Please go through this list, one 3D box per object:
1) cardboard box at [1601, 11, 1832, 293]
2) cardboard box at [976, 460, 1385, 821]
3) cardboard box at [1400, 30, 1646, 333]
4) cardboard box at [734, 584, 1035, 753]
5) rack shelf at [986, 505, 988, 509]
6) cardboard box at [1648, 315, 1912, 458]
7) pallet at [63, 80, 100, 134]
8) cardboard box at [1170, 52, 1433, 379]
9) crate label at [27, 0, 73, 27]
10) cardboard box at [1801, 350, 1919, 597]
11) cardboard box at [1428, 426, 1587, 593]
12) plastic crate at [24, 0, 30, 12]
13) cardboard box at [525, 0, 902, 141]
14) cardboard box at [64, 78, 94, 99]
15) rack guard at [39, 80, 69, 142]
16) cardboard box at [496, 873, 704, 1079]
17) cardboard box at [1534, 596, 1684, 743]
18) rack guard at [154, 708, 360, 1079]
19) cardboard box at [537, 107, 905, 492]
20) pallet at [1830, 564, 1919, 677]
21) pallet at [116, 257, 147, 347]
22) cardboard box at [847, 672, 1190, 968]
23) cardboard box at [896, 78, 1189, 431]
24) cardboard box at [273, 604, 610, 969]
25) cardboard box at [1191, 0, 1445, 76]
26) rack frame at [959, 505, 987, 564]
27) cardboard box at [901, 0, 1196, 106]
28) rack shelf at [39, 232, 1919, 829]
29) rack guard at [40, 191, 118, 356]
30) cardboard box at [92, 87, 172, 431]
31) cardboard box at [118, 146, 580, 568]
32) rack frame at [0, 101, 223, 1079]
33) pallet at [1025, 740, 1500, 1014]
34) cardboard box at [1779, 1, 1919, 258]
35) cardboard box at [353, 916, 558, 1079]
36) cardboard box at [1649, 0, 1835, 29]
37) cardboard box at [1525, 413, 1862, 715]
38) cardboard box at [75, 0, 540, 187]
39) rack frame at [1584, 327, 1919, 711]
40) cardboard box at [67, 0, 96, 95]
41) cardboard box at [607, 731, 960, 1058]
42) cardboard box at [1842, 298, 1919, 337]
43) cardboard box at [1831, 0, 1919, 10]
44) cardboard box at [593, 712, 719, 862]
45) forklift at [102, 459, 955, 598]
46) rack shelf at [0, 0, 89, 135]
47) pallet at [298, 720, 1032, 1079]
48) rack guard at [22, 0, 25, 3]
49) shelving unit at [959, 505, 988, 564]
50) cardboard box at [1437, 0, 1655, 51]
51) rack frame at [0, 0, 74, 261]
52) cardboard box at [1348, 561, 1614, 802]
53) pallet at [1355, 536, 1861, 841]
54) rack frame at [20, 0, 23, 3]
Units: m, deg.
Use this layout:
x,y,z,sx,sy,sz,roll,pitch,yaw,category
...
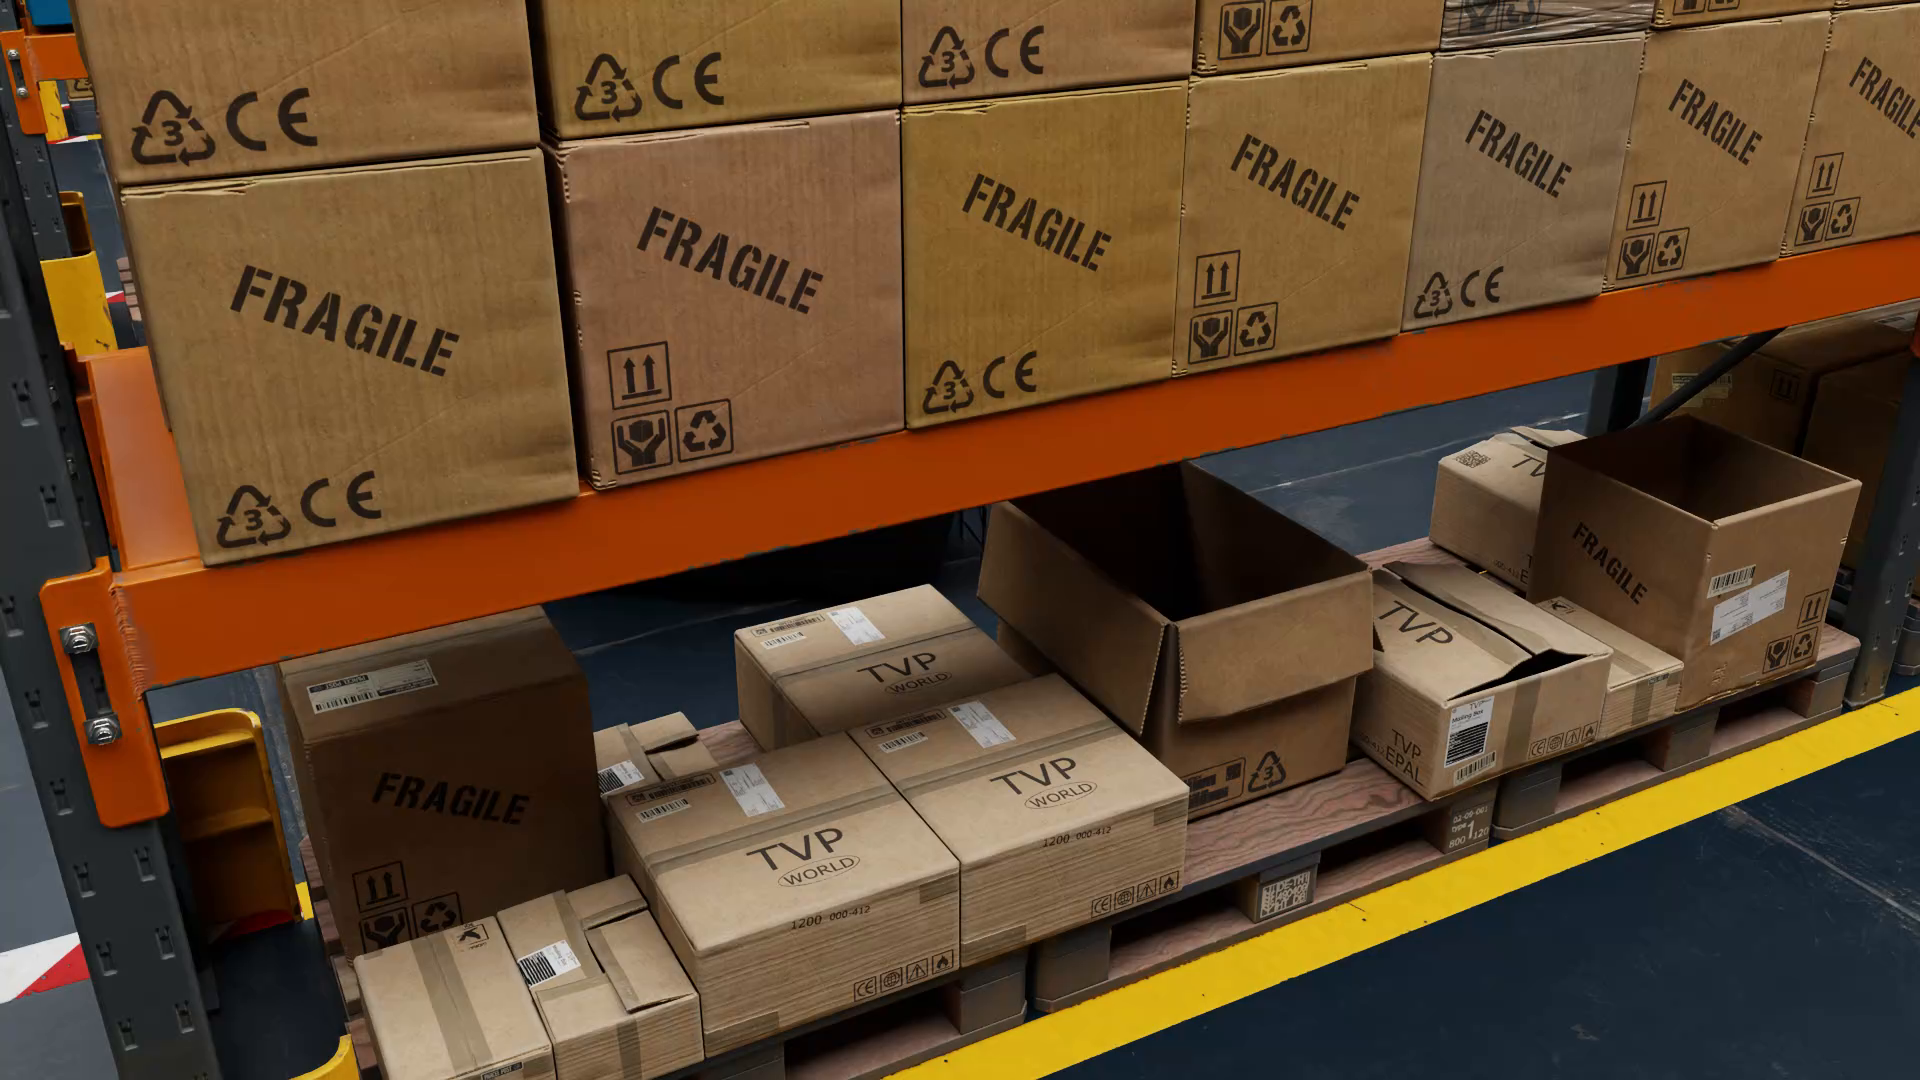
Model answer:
x,y,z,sx,sy,sz,roll,pitch,yaw,category
1.365,-0.850,3.440,0.500,0.500,0.500,-12,28,-24,cardboard box
0.484,0.201,3.741,0.637,0.503,0.797,-13,29,-25,cardboard box
0.913,-0.745,3.220,0.500,0.500,0.500,-12,28,-24,cardboard box
-0.174,0.359,3.706,0.500,0.250,0.500,-13,29,-25,cardboard box
0.136,-0.193,5.105,0.200,0.077,0.258,-8,27,-17,rack shelf
2.440,-0.392,4.980,0.500,0.500,0.500,-13,29,-25,cardboard box
-5.379,-3.016,11.287,1.213,0.211,1.003,-13,29,-25,pallet
0.464,-0.640,3.002,0.500,0.500,0.500,-13,28,-24,cardboard box
-3.345,-2.064,6.208,0.303,0.233,0.416,-13,29,-25,crate label
2.681,-0.187,4.555,0.500,0.500,0.500,-14,29,-27,cardboard box
1.667,-0.094,4.578,0.500,0.311,0.500,-13,29,-25,cardboard box
-3.510,-2.371,6.612,0.499,0.435,0.616,-13,29,-25,plastic crate
-0.417,-0.891,2.369,0.500,0.500,0.500,-13,28,-25,cardboard box
-5.521,-3.472,10.986,0.875,0.875,0.875,-13,29,-25,cardboard box
-6.069,-2.948,10.813,0.348,0.500,1.175,-13,29,-25,rack guard
-0.638,0.778,2.929,0.250,0.166,0.380,-13,29,-25,cardboard box
1.468,0.300,3.945,0.250,0.149,0.380,-13,29,-25,cardboard box
-1.323,0.816,2.974,0.348,0.500,1.175,-13,29,-25,rack guard
-0.422,-0.438,2.580,0.500,0.500,0.500,-13,29,-26,cardboard box
2.839,-0.033,5.076,1.213,0.211,1.003,-13,29,-25,pallet
-2.972,-1.084,7.265,1.213,0.211,1.003,-13,29,-25,pallet
0.106,0.539,3.330,0.500,0.250,0.500,-13,29,-25,cardboard box
0.023,-0.539,2.791,0.500,0.500,0.500,-13,29,-25,cardboard box
-1.026,0.428,3.273,0.500,0.500,0.500,-13,29,-25,cardboard box
0.475,-1.095,2.793,0.500,0.500,0.500,-13,29,-26,cardboard box
0.039,-0.371,4.983,0.006,0.900,0.240,-8,27,-17,rack frame
0.027,-0.991,2.577,0.500,0.500,0.500,-13,28,-24,cardboard box
0.375,-0.379,3.405,4.000,0.370,1.077,-13,29,-25,rack shelf
-3.733,-1.052,6.863,0.348,0.500,1.175,-13,29,-25,rack guard
-1.123,-0.536,2.785,0.500,0.500,0.500,-12,28,-24,cardboard box
-0.874,-0.331,2.357,0.500,0.500,0.500,-12,28,-24,cardboard box
-1.390,-0.296,2.401,0.127,3.000,1.000,-13,29,-25,rack frame
0.455,0.536,3.889,1.213,0.211,1.003,-13,29,-25,pallet
1.819,-0.956,3.660,0.500,0.500,0.500,-12,28,-24,cardboard box
-0.859,0.837,2.827,0.250,0.149,0.380,-13,29,-25,cardboard box
1.364,-1.299,3.219,0.500,0.500,0.500,-14,29,-26,cardboard box
1.770,0.042,4.076,0.500,0.500,0.500,-13,29,-25,cardboard box
-0.874,-0.781,2.141,0.500,0.500,0.500,-12,28,-24,cardboard box
2.140,-1.111,4.097,0.127,3.000,1.000,-13,29,-25,rack frame
-1.127,-0.987,2.570,0.500,0.500,0.500,-13,29,-26,cardboard box
-0.336,0.641,3.118,0.500,0.250,0.500,-13,29,-25,cardboard box
2.880,-0.489,5.183,0.500,0.500,0.500,-13,29,-25,cardboard box
1.815,-1.404,3.439,0.500,0.500,0.500,-13,28,-25,cardboard box
-0.626,0.530,3.445,0.250,0.166,0.380,-13,29,-25,cardboard box
-1.519,-1.419,4.819,3.031,2.935,1.130,3,26,6,forklift
-1.953,-2.271,7.346,4.000,0.370,1.077,-13,29,-25,rack shelf
-0.620,0.783,3.375,1.213,0.211,1.003,-13,29,-25,pallet
-8.226,-4.883,14.843,0.348,0.500,1.175,-13,29,-25,rack guard
0.136,-0.385,5.012,0.210,0.900,0.258,-8,27,-17,shelving unit
0.920,-1.197,3.006,0.500,0.500,0.500,-13,28,-25,cardboard box
-3.718,-2.188,6.342,0.127,3.000,1.000,-13,29,-25,rack frame
1.108,0.280,3.799,0.500,0.311,0.500,-13,29,-25,cardboard box
1.533,0.286,4.410,1.213,0.211,1.003,-13,29,-25,pallet
-6.048,-4.080,10.282,0.127,3.000,1.000,-13,29,-25,rack frame
